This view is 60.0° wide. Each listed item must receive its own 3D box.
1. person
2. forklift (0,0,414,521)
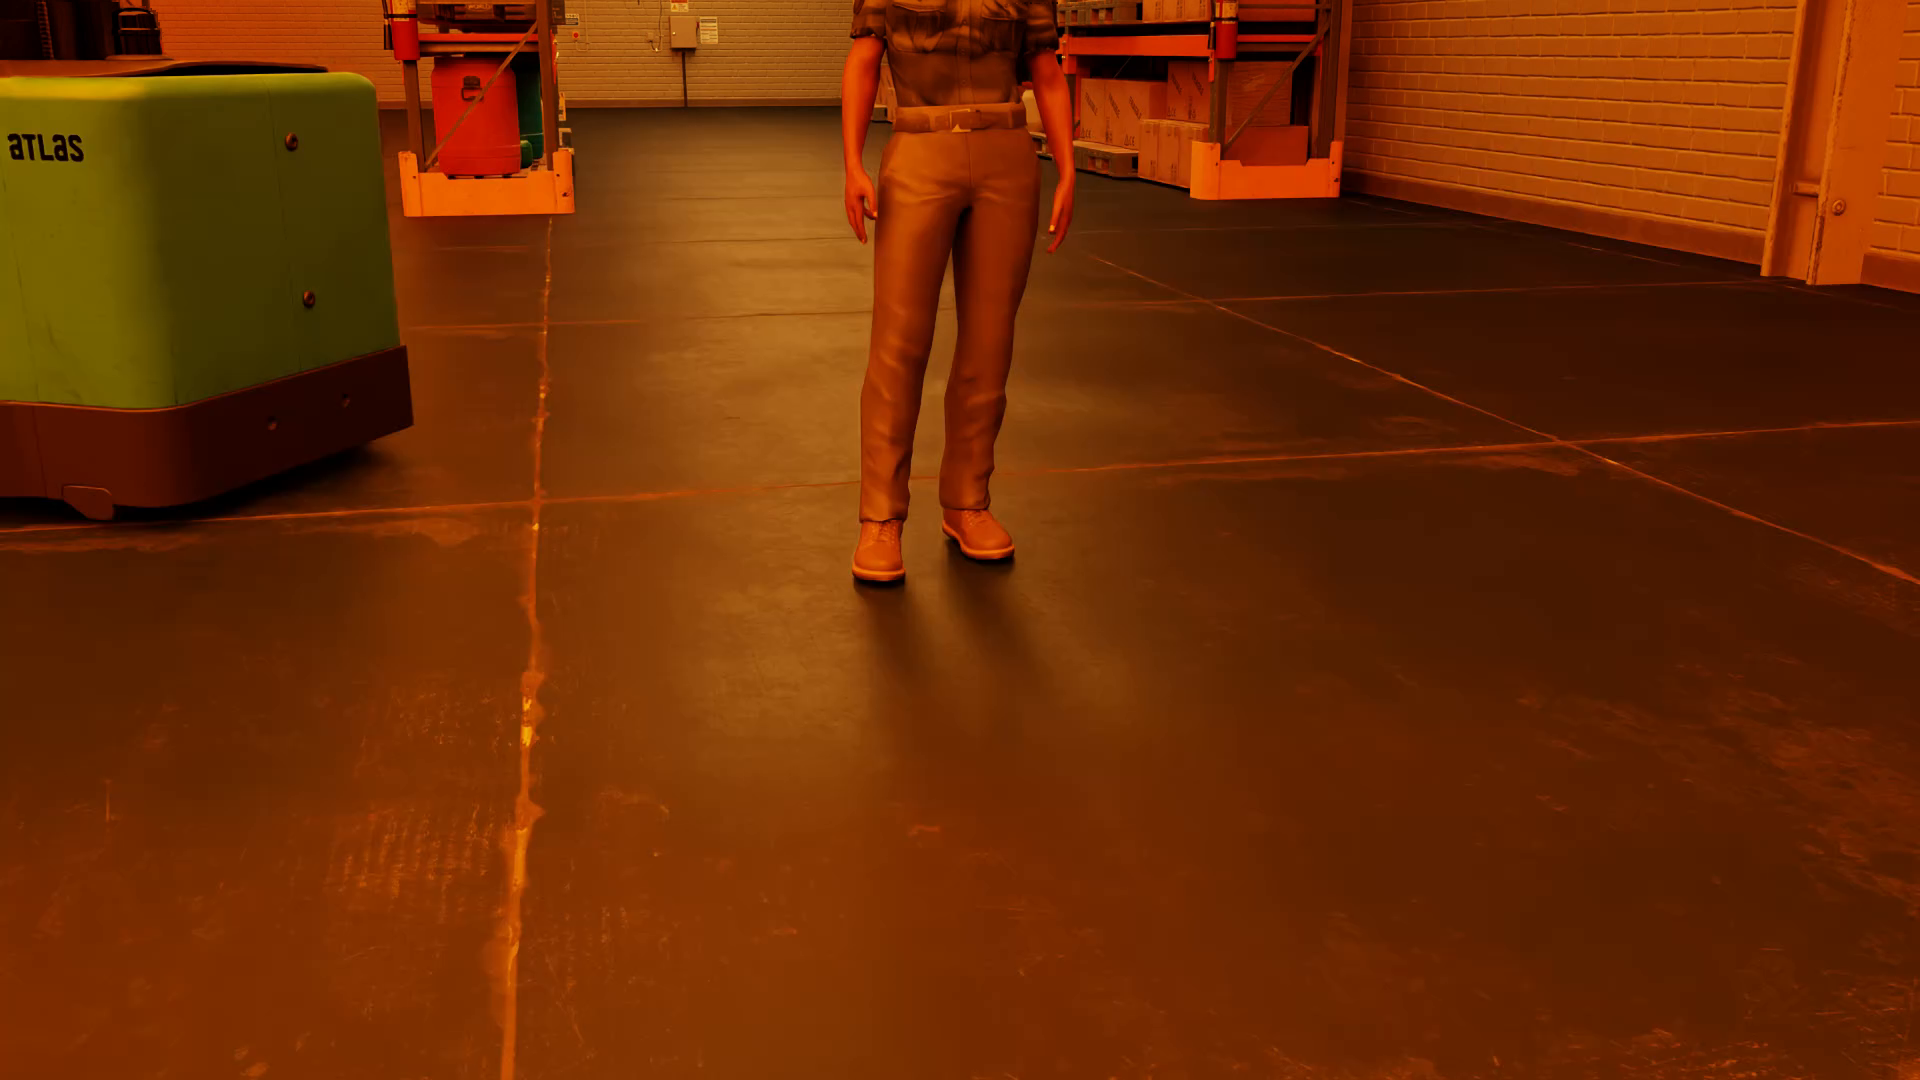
[{"bbox_3d":[0.001,-0.774,3.692,0.570,1.656,0.503,-4,17,-12],"label":"person"},{"bbox_3d":[-3.188,-1.674,4.503,3.031,2.935,1.130,5,17,16],"label":"forklift"}]
